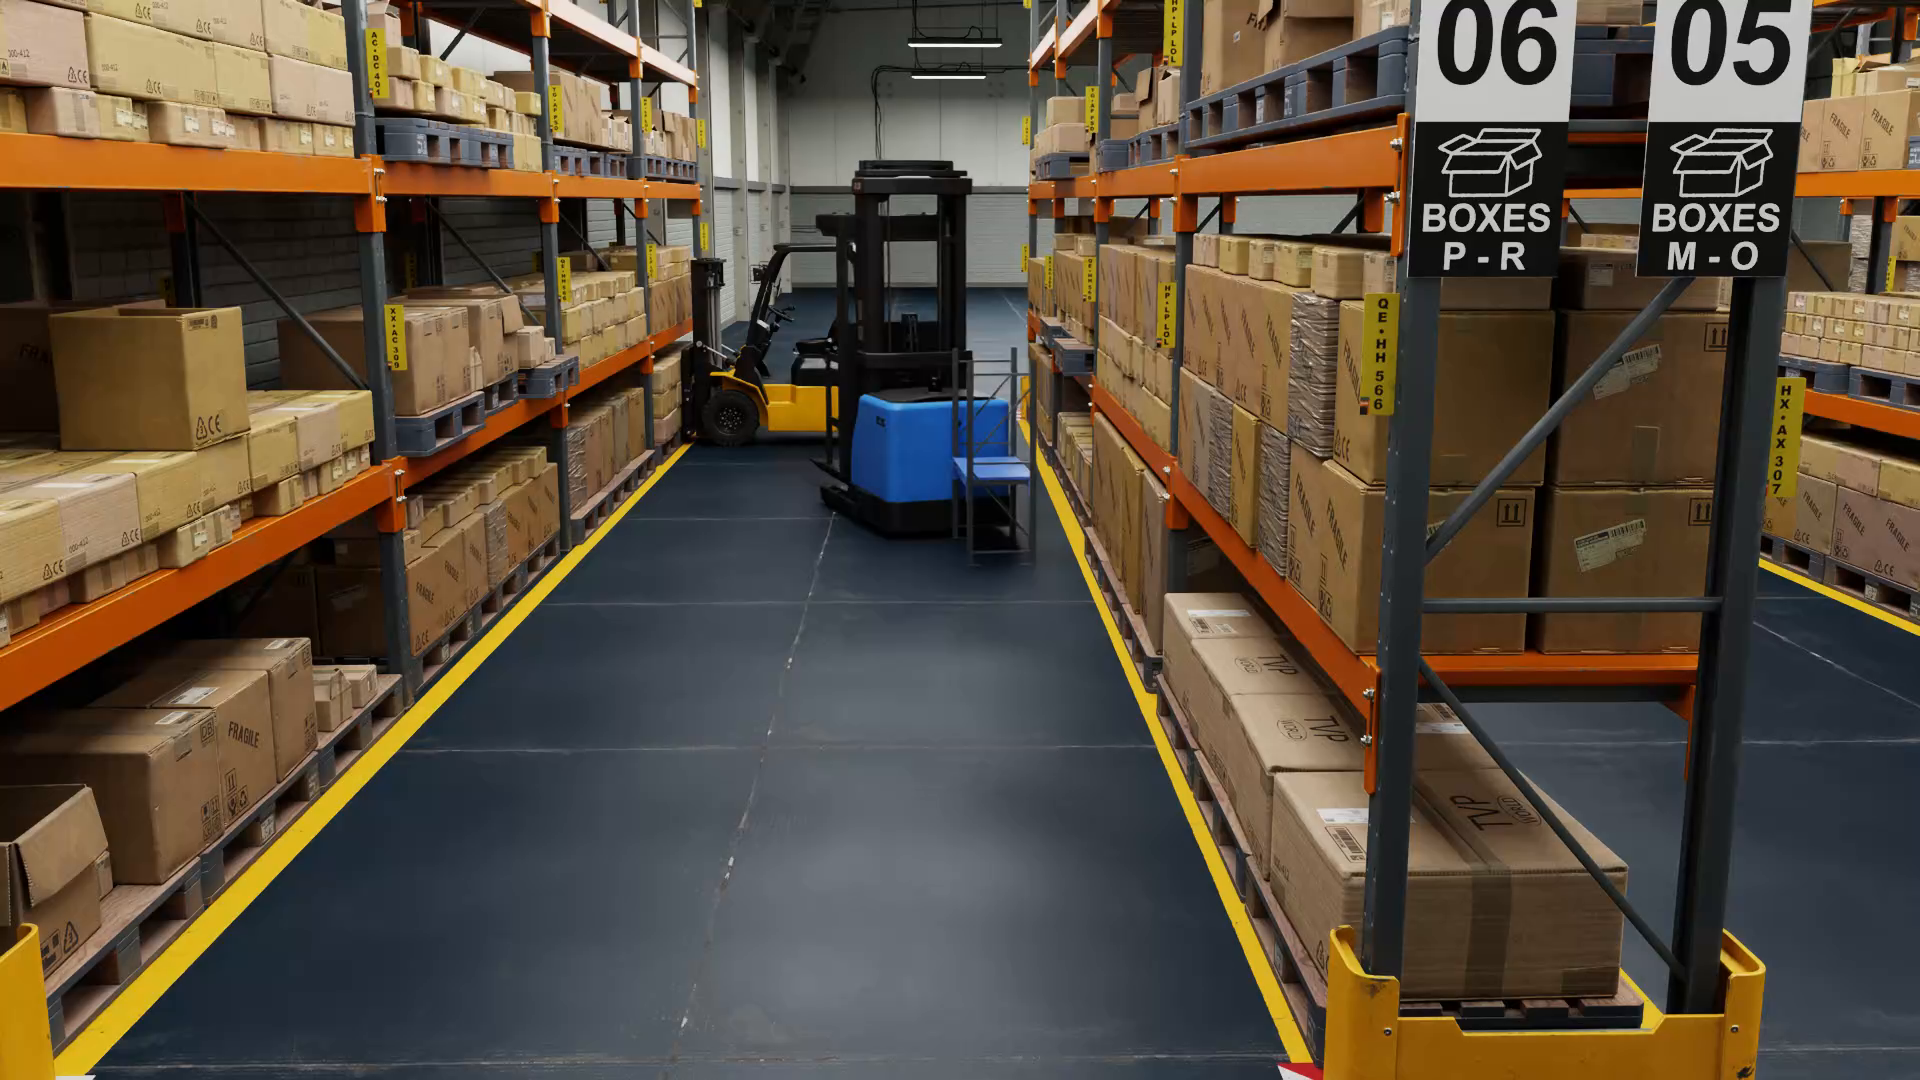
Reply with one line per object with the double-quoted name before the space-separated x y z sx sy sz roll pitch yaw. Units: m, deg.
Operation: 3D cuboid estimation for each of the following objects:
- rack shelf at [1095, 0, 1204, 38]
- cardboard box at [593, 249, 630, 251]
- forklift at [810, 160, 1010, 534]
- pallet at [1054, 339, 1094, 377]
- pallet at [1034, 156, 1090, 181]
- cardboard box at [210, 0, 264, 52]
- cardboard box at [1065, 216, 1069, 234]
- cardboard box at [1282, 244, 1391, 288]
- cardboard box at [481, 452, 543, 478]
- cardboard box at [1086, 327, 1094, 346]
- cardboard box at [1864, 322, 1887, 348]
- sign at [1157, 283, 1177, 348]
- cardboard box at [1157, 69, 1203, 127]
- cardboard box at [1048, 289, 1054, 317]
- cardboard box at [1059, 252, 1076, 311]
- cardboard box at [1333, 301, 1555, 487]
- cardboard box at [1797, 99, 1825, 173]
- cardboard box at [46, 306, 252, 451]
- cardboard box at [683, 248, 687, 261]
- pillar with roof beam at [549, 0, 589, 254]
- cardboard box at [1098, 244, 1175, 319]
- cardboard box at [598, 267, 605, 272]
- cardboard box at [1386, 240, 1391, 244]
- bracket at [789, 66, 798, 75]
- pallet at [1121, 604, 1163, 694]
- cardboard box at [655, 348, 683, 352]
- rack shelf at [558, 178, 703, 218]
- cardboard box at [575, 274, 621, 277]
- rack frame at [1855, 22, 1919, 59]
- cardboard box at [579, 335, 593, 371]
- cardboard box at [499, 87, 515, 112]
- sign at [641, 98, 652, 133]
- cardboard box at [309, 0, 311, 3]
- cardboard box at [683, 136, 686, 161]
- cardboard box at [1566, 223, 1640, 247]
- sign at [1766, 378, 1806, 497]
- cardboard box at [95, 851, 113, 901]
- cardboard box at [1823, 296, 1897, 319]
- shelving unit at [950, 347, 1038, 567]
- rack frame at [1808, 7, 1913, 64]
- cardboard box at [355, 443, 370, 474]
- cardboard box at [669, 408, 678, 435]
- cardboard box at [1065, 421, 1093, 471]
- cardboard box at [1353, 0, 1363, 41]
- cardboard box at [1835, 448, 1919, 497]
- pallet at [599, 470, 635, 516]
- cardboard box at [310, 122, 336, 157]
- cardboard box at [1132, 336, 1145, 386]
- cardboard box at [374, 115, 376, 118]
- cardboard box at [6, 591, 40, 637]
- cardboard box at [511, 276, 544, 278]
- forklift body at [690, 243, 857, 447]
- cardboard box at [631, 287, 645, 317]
"rack shelf" 1.546 -3.397 9.984 1.077 0.370 4.000 0 11 -1
"cardboard box" -3.827 -3.109 18.210 0.380 0.149 0.250 0 11 -1
"forklift" -0.582 -1.734 14.235 1.130 2.935 3.031 -4 12 -20
"pallet" 1.383 -1.450 13.144 1.213 0.211 1.003 0 11 -1
"pallet" 1.328 -3.453 15.462 1.213 0.211 1.003 0 11 -1
"cardboard box" -3.103 -2.073 6.559 0.500 0.250 0.500 0 11 0
"cardboard box" 1.571 -3.476 19.136 0.700 0.500 0.500 0 11 -1
"cardboard box" 1.381 -0.993 6.013 0.380 0.149 0.250 0 11 0
"cardboard box" -3.158 -0.529 11.721 0.380 0.149 0.250 -1 11 -4
"cardboard box" 1.185 -1.603 12.990 0.380 0.149 0.250 0 11 0
"cardboard box" 6.287 -1.368 11.086 0.380 0.149 0.250 0 11 -1
"sign" 1.045 -1.132 8.382 0.100 0.325 0.005 0 11 -1
"cardboard box" 1.359 -2.414 9.038 0.500 0.311 0.500 0 11 -1
"cardboard box" 1.164 -2.480 16.739 0.500 0.500 0.500 -1 11 -3
"cardboard box" 1.152 -2.306 14.826 0.500 0.500 0.500 0 11 -1
"cardboard box" 1.422 -0.446 4.948 0.500 0.500 0.500 0 11 1
"cardboard box" 6.197 -2.848 11.755 0.500 0.500 0.500 0 11 -1
"cardboard box" -3.064 -0.621 6.317 0.500 0.500 0.500 0 11 0
"cardboard box" -3.290 -3.212 18.717 0.380 0.149 0.250 0 11 0
"pillar with roof beam" -0.206 -5.788 18.954 9.100 9.000 0.400 0 11 -1
"cardboard box" 1.270 -1.843 11.831 0.500 0.500 0.500 -1 11 -3
"cardboard box" -3.841 -2.709 16.983 0.380 0.149 0.250 0 11 0
"cardboard box" 1.895 -1.101 6.546 0.380 0.149 0.250 0 11 -1
"bracket" -4.767 -13.416 47.504 0.235 0.232 0.430 0 11 -1
"pallet" 1.496 0.606 9.541 1.003 0.211 1.213 0 11 -1
"cardboard box" -3.265 -2.028 18.856 0.500 0.250 0.500 0 11 0
"rack shelf" -3.582 -3.692 17.977 1.077 0.370 4.000 0 11 -1
"cardboard box" -3.336 -2.377 15.346 0.380 0.149 0.250 0 11 -1
"rack frame" 11.247 -5.974 19.872 1.000 3.000 0.127 0 11 -1
"cardboard box" -3.228 -1.497 13.272 0.500 0.250 0.500 0 11 -2
"cardboard box" -3.199 -2.947 11.122 0.380 0.149 0.250 -1 11 -3
"sign" -2.998 -4.059 15.884 0.100 0.325 0.005 0 11 -1
"cardboard box" -3.489 -2.650 8.566 0.396 0.266 0.258 0 11 -1
"cardboard box" -3.297 -4.417 18.772 0.396 0.266 0.258 0 11 -1
"cardboard box" 6.395 -2.914 16.787 0.875 0.550 0.550 0 11 -1
"sign" 2.225 -0.277 4.502 0.100 0.325 0.005 0 11 -1
"cardboard box" -3.181 1.193 5.746 0.380 0.149 0.250 -1 11 -3
"cardboard box" 6.276 -1.623 11.592 0.380 0.149 0.250 0 11 -1
"shelving unit" 0.245 -0.648 12.479 0.538 1.500 1.048 -1 12 -6
"rack frame" 6.451 -4.383 12.032 1.000 3.000 0.127 0 11 -1
"cardboard box" -3.116 -0.401 8.123 0.380 0.149 0.250 0 11 0
"cardboard box" -3.246 -1.233 17.454 0.500 0.250 0.500 0 11 -2
"cardboard box" 1.453 -0.869 15.349 0.950 0.372 0.625 0 11 2
"cardboard box" 1.778 -1.988 6.209 0.500 0.500 0.500 0 11 0
"cardboard box" 6.231 -0.454 11.098 0.500 0.250 0.500 0 11 -1
"pallet" -3.458 -0.421 14.602 1.003 0.211 1.213 0 11 -1
"cardboard box" -3.071 -1.814 7.546 0.380 0.149 0.250 0 11 -1
"cardboard box" 1.300 -1.068 9.899 0.500 0.250 0.500 0 11 0
"cardboard box" -3.528 -2.454 9.392 0.380 0.149 0.250 -1 11 -3
"cardboard box" -3.077 0.215 5.087 0.380 0.149 0.250 0 11 0
"cardboard box" -3.785 -2.269 14.818 0.380 0.149 0.250 0 11 -1
"forklift body" -1.760 -2.186 18.427 2.313 2.155 1.214 0 11 -1
"cardboard box" -3.275 -2.252 15.733 0.500 0.250 0.500 0 11 -2
